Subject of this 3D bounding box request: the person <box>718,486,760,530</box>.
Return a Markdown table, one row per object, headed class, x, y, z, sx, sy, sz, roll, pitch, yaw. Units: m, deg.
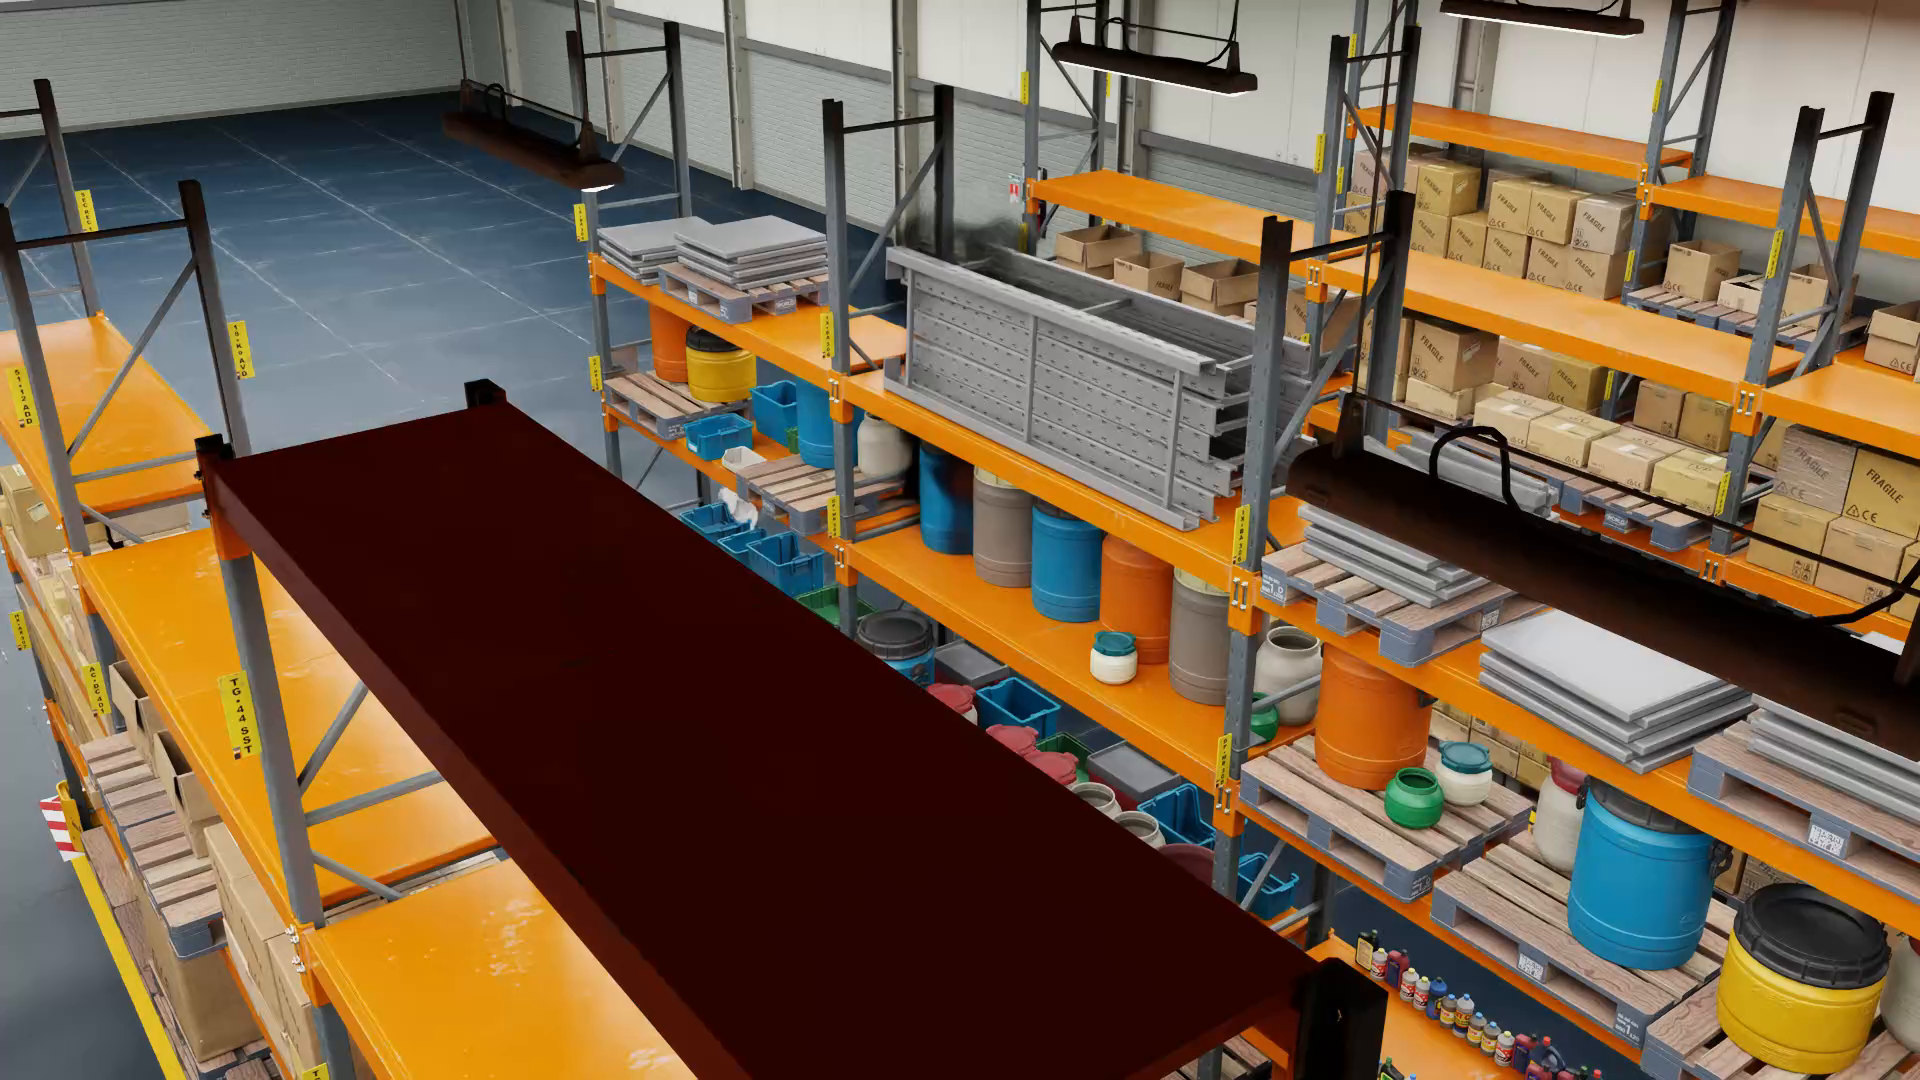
| class | x | y | z | sx | sy | sz | roll | pitch | yaw |
| --- | --- | --- | --- | --- | --- | --- | --- | --- | --- |
| person | -2.339 | -0.182 | 17.312 | 0.609 | 1.714 | 0.712 | 5 | 25 | 11 |
